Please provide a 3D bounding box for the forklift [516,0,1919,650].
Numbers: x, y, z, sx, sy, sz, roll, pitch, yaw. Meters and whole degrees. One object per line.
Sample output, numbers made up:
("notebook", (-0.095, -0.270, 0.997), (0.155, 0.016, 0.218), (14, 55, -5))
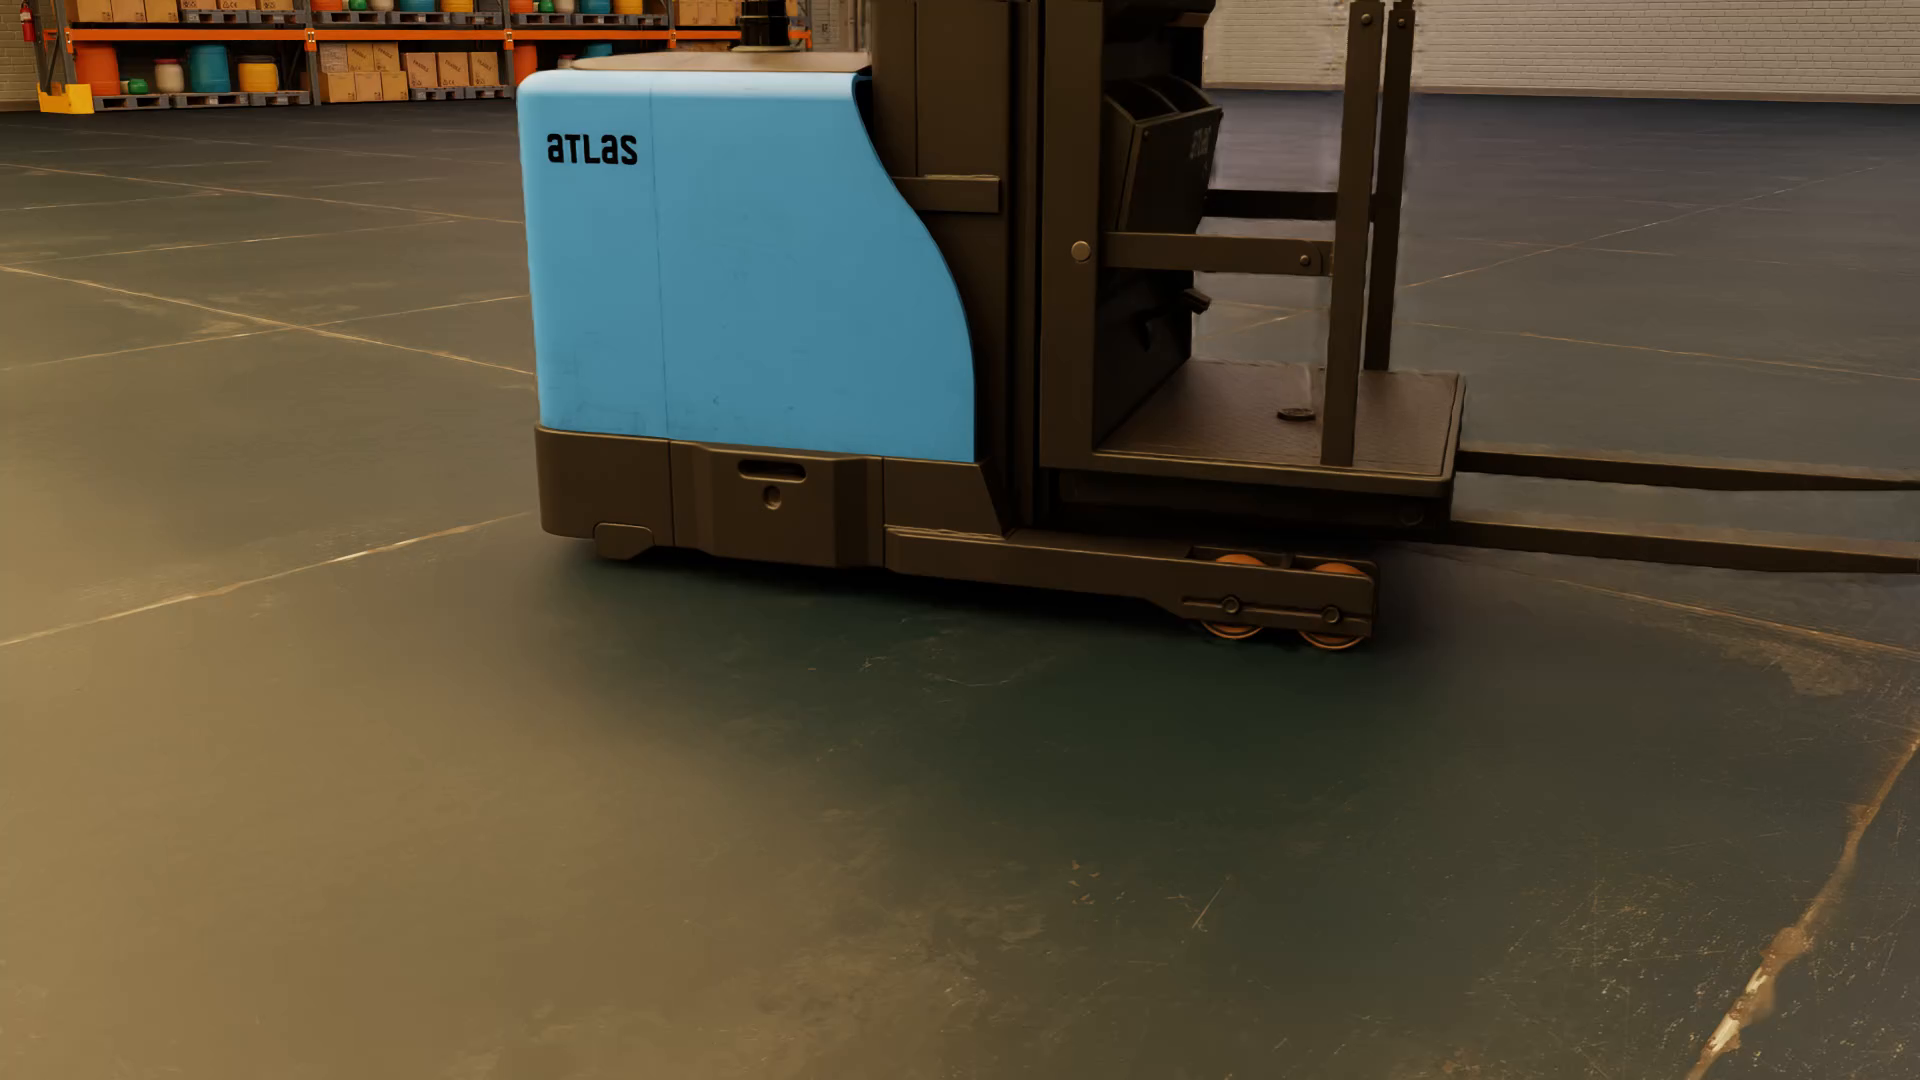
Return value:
("forklift", (0.616, -1.361, 3.381), (3.031, 2.935, 1.130), (5, 18, 17))
